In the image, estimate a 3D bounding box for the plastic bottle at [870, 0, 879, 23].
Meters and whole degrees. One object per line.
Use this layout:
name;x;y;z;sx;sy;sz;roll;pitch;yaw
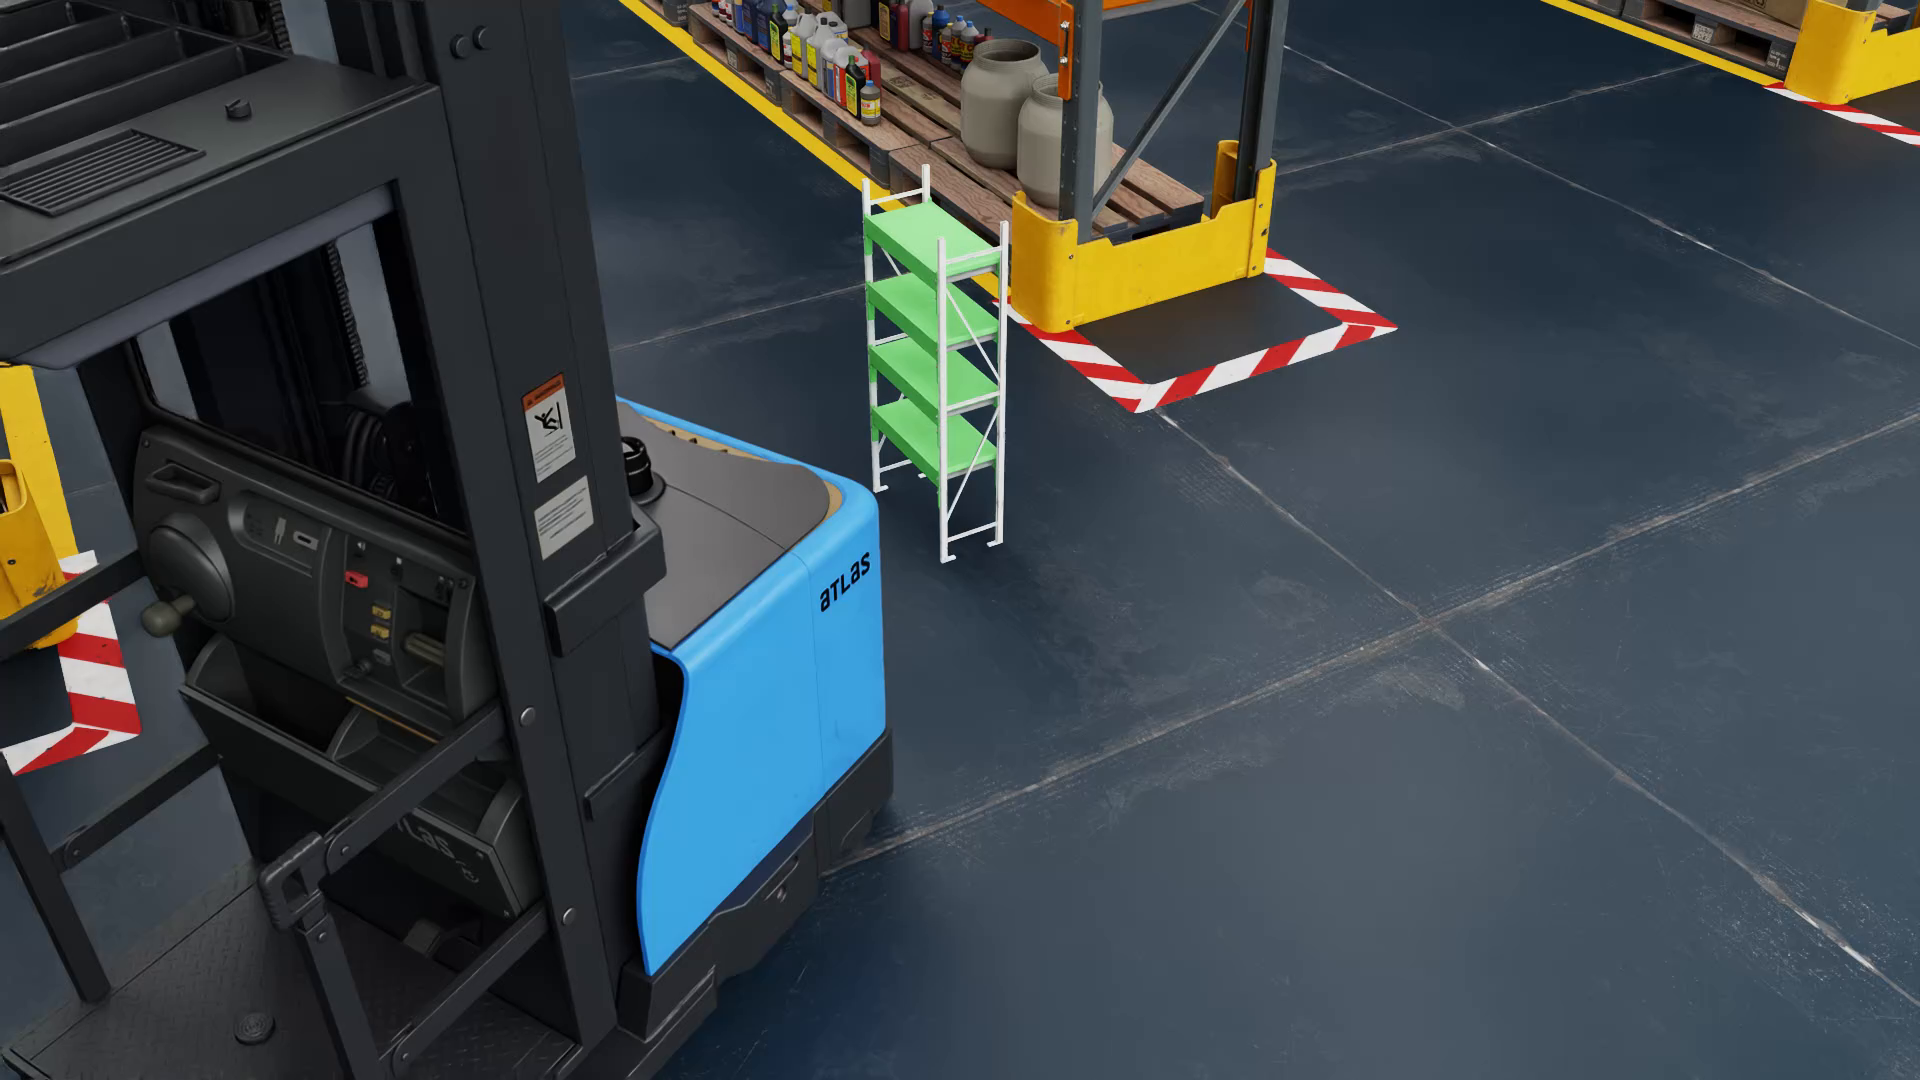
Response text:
plastic bottle;-0.477;-3.101;9.326;0.144;0.351;0.185;-21;41;-26

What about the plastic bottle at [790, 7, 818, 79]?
plastic bottle;-0.791;-2.594;8.632;0.144;0.351;0.185;-19;40;-24

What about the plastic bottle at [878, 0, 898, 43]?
plastic bottle;-0.391;-2.866;9.061;0.061;0.283;0.133;-19;40;-24

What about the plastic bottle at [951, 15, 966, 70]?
plastic bottle;-0.001;-2.613;8.725;0.097;0.271;0.097;0;36;0

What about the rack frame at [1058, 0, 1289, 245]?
rack frame;0.863;-2.294;6.348;1.000;3.000;0.127;-19;40;-24

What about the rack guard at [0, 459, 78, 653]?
rack guard;-3.409;0.193;5.062;1.175;0.500;0.348;-19;40;-24

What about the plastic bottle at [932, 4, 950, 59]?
plastic bottle;-0.102;-2.716;8.866;0.097;0.271;0.097;0;36;0

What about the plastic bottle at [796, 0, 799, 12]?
plastic bottle;-0.975;-2.950;9.119;0.144;0.351;0.185;-19;40;-24

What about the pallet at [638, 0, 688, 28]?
pallet;-1.574;-3.597;10.496;1.003;0.211;1.213;-19;40;-24

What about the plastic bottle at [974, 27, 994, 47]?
plastic bottle;0.124;-2.513;8.577;0.061;0.283;0.133;-18;40;-23

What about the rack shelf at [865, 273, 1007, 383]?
rack shelf;-0.083;-0.711;5.408;0.258;0.148;0.480;-19;40;-24

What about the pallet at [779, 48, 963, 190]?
pallet;-0.228;-2.230;8.625;1.003;0.211;1.213;-19;40;-24

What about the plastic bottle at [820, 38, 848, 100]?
plastic bottle;-0.611;-2.386;8.410;0.152;0.276;0.135;-20;41;-25

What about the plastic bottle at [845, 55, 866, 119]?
plastic bottle;-0.513;-2.236;8.198;0.061;0.283;0.133;-18;40;-23

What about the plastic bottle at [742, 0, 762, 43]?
plastic bottle;-1.100;-2.907;9.061;0.144;0.351;0.185;-18;40;-23

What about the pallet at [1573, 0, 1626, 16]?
pallet;4.121;-3.721;10.665;1.003;0.211;1.213;-19;40;-24

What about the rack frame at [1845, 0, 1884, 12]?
rack frame;5.146;-3.762;8.358;1.000;3.000;0.127;-19;40;-24

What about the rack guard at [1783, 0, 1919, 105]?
rack guard;5.108;-2.791;9.148;1.175;0.500;0.348;-19;40;-24

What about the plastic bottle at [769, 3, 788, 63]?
plastic bottle;-0.958;-2.687;8.816;0.061;0.283;0.133;-17;39;-22

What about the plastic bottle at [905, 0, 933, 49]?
plastic bottle;-0.237;-2.822;9.007;0.152;0.276;0.135;-18;40;-23

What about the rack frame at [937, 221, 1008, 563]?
rack frame;0.039;-0.445;5.341;0.240;1.200;0.015;-19;40;-24

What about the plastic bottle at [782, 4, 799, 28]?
plastic bottle;-0.899;-2.715;8.865;0.097;0.271;0.097;0;36;0

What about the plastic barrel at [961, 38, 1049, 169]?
plastic barrel;0.215;-2.028;7.736;0.421;0.512;0.421;0;36;0

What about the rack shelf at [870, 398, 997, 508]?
rack shelf;-0.083;-0.324;5.691;0.258;0.148;0.480;-19;40;-24

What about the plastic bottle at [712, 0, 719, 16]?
plastic bottle;-1.365;-3.118;9.416;0.097;0.271;0.097;0;36;0

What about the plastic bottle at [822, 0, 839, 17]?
plastic bottle;-0.698;-3.156;9.401;0.144;0.351;0.185;-19;40;-24

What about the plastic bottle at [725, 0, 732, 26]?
plastic bottle;-1.263;-2.986;9.294;0.097;0.201;0.097;0;36;0

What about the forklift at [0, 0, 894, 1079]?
forklift;-1.387;0.146;3.065;1.130;2.935;3.031;20;41;25

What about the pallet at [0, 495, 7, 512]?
pallet;-3.842;-0.080;5.680;1.003;0.211;1.213;-19;40;-24

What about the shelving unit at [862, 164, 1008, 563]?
shelving unit;-0.083;-0.569;5.512;0.258;1.200;0.503;-19;40;-24
